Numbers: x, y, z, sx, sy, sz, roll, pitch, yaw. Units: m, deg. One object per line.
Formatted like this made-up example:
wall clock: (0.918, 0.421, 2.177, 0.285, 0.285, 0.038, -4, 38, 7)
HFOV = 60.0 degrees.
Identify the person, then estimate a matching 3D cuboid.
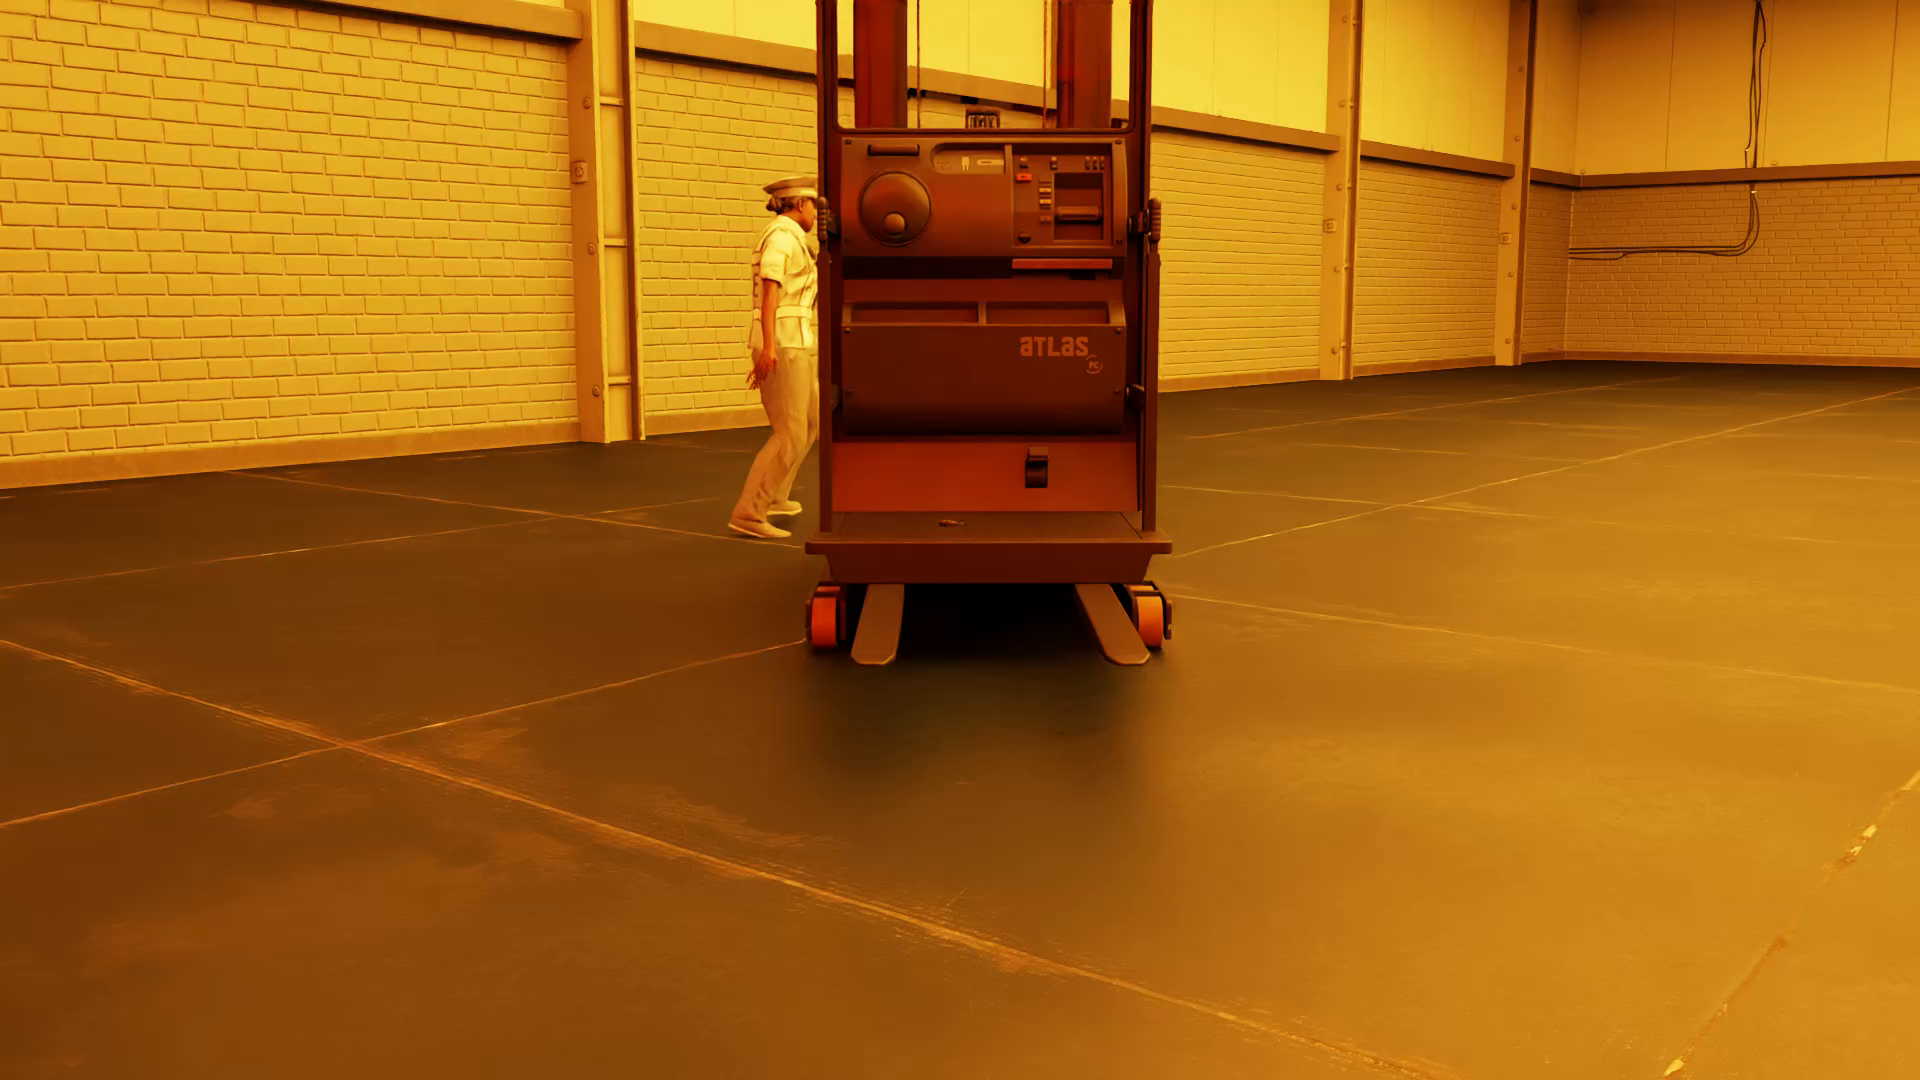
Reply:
person: (-0.842, -0.823, 7.568, 0.444, 1.648, 0.813, -1, 8, -5)

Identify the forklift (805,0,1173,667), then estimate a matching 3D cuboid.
forklift: (0.081, -1.159, 5.206, 1.130, 2.935, 3.031, 0, 8, -1)
